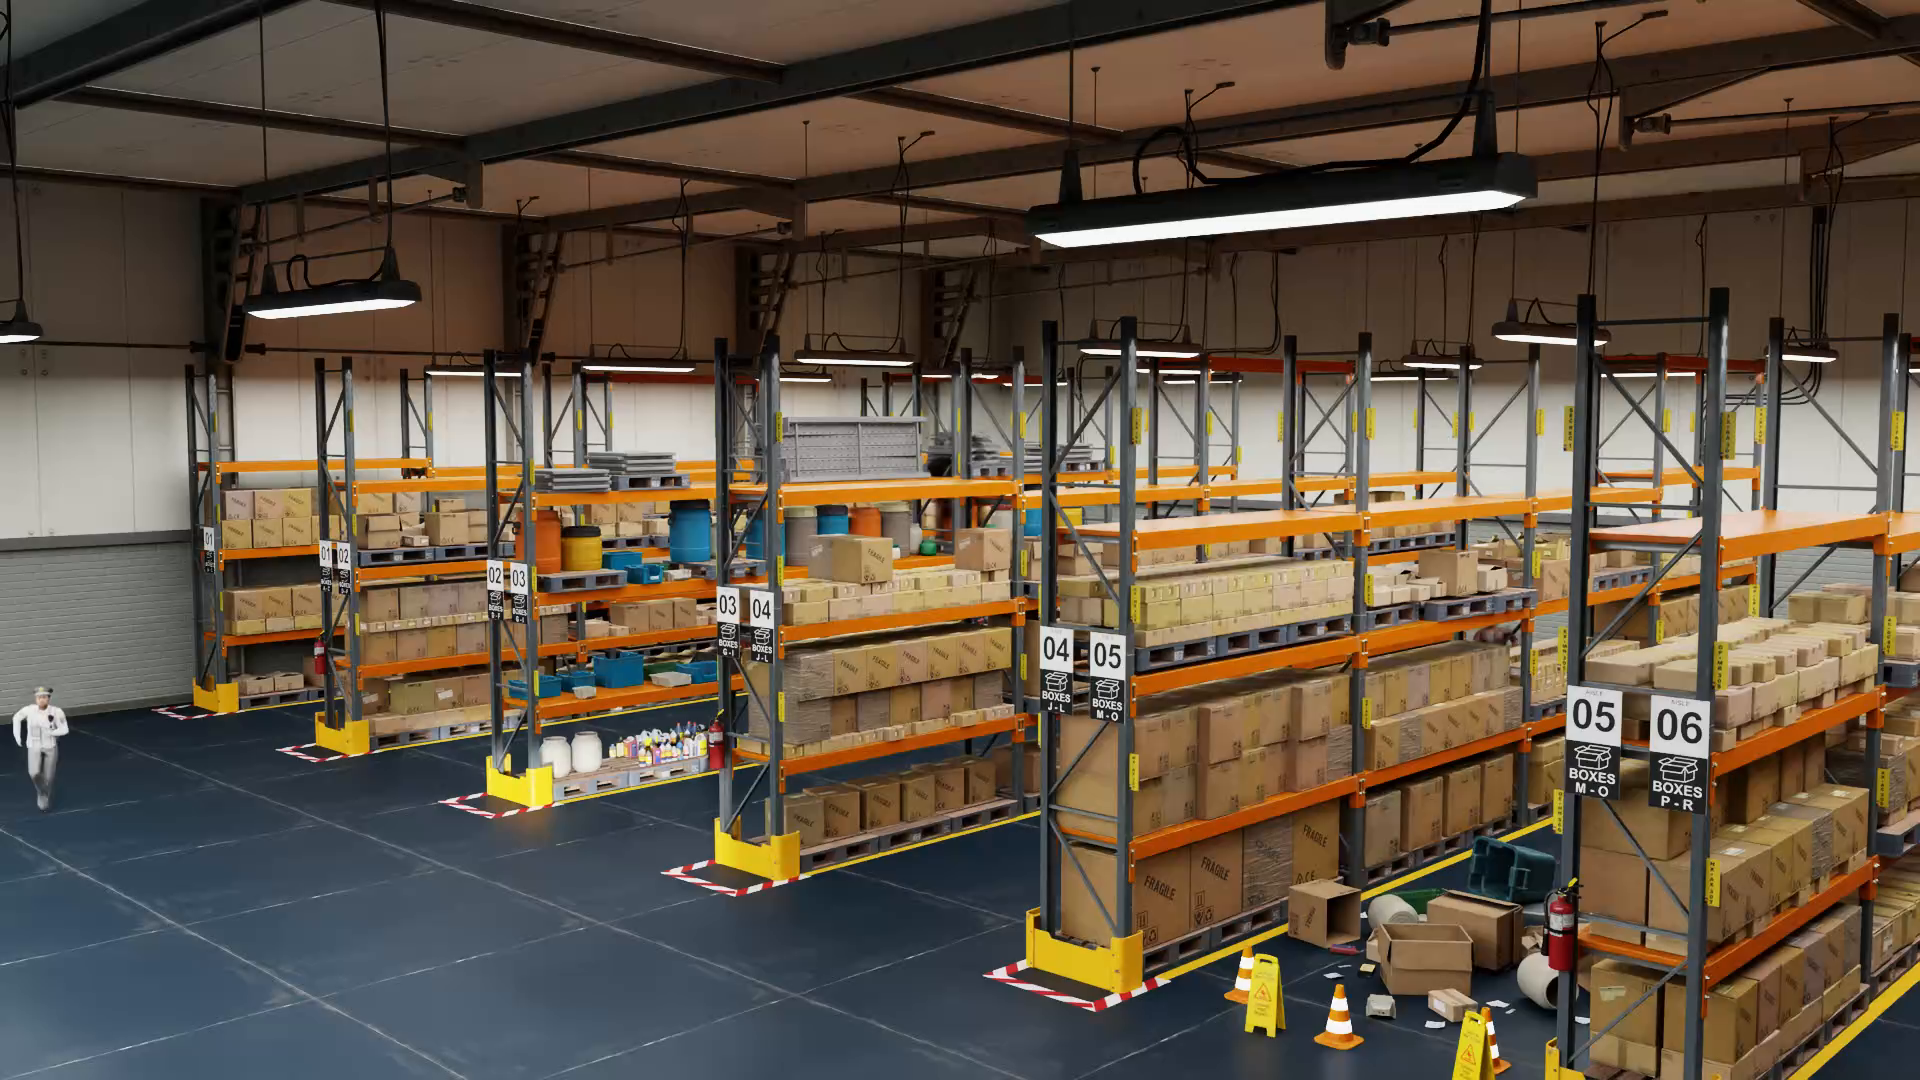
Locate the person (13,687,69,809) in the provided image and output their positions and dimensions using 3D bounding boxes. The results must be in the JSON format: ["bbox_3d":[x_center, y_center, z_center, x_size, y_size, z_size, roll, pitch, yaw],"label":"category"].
[{"bbox_3d":[-11.819,2.684,21.393,0.645,1.642,0.731,-2,5,-24],"label":"person"}]

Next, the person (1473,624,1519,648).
[{"bbox_3d":[9.015,2.128,28.057,0.725,1.817,1.042,3,5,37],"label":"person"}]
